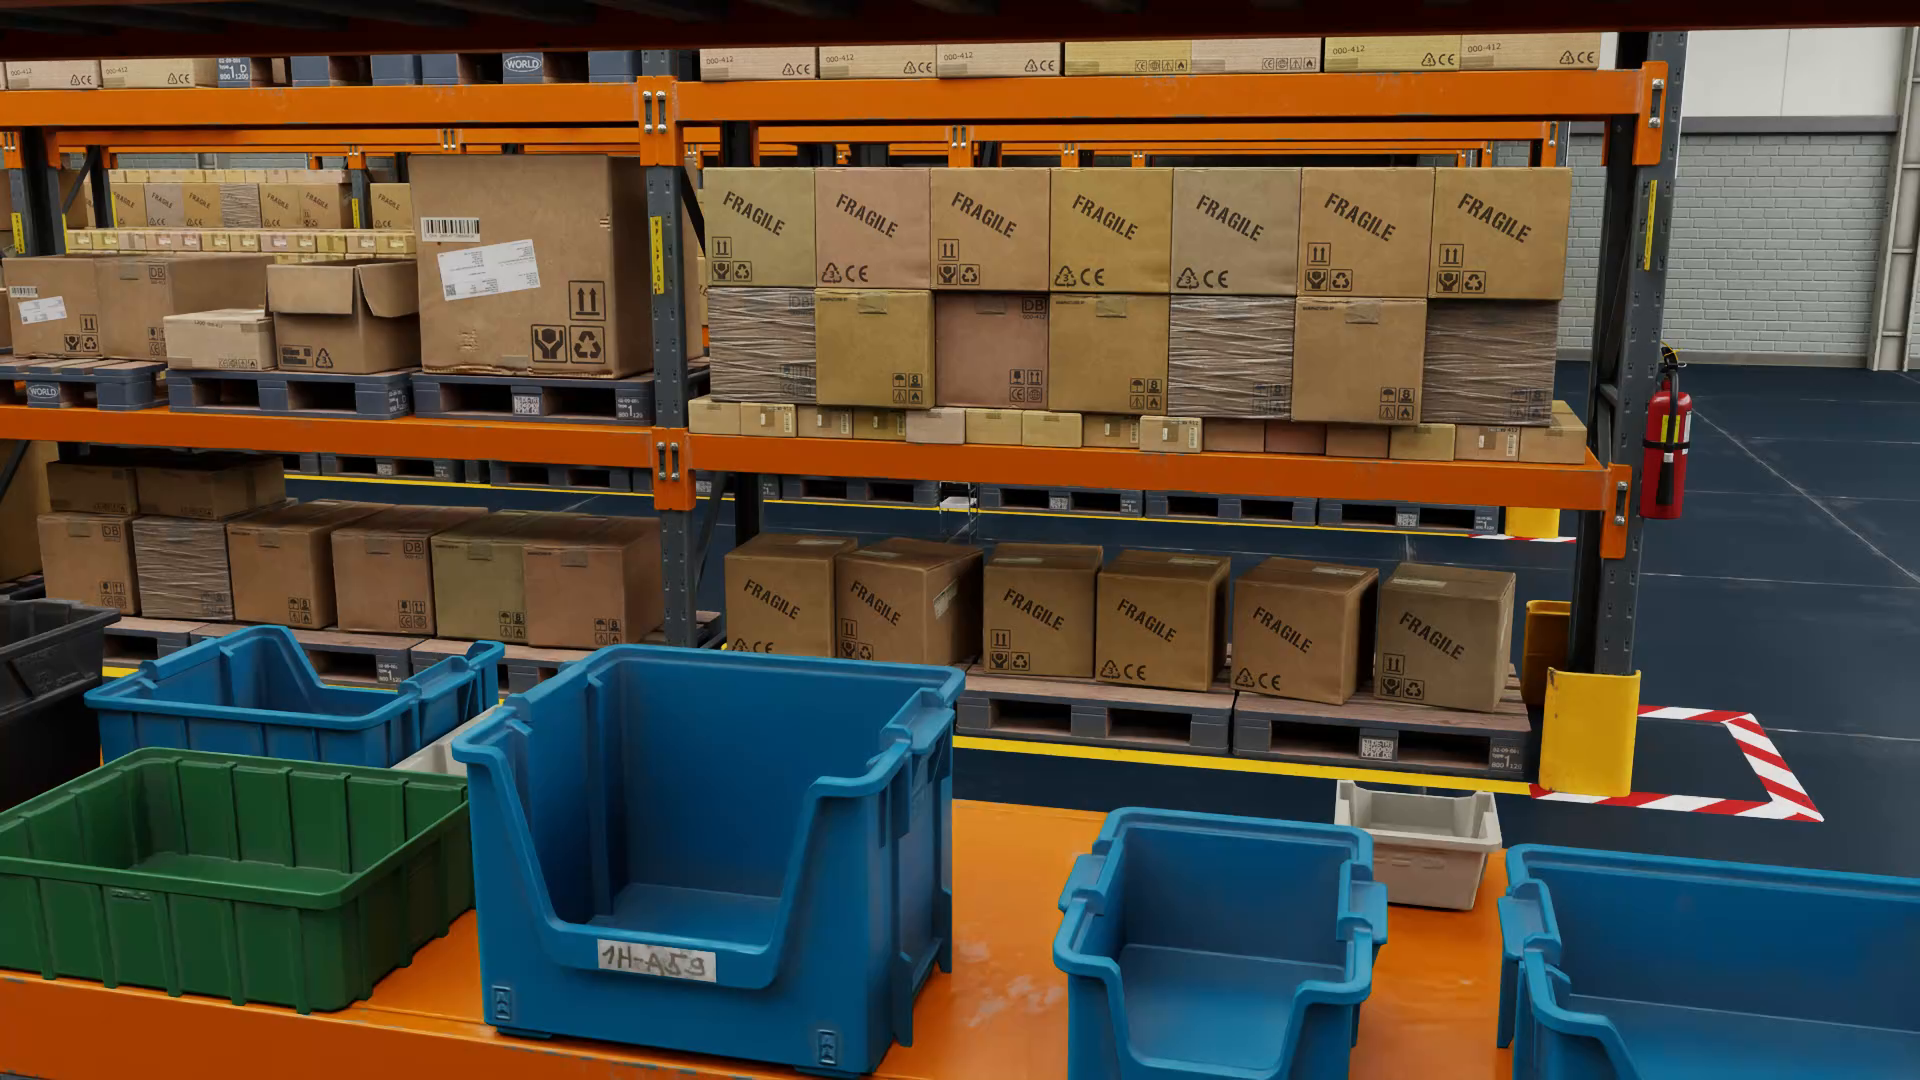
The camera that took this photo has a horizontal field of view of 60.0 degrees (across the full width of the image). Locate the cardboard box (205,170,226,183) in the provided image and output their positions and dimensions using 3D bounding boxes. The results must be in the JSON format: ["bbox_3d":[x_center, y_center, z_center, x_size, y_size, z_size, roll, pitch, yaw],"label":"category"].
[{"bbox_3d":[-8.405,-4.163,19.036,0.250,0.149,0.380,3,13,14],"label":"cardboard box"}]

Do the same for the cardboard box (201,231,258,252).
[{"bbox_3d":[-5.859,-2.401,13.365,0.250,0.149,0.380,3,13,15],"label":"cardboard box"}]

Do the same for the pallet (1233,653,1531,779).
[{"bbox_3d":[1.860,0.743,7.396,1.213,0.211,1.003,3,13,14],"label":"pallet"}]

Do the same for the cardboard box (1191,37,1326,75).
[{"bbox_3d":[1.205,-1.981,6.658,0.500,0.250,0.500,3,13,15],"label":"cardboard box"}]

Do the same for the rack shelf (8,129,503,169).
[{"bbox_3d":[-5.708,-3.234,13.623,4.000,0.370,1.077,3,13,14],"label":"rack shelf"}]

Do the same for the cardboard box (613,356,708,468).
[{"bbox_3d":[-2.347,-1.029,13.171,0.750,0.750,1.050,3,13,14],"label":"cardboard box"}]

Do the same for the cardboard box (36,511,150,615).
[{"bbox_3d":[-4.397,0.056,8.810,0.500,0.500,0.700,2,13,11],"label":"cardboard box"}]

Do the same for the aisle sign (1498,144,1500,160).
[{"bbox_3d":[5.079,-3.853,15.675,0.004,0.787,0.394,3,13,14],"label":"aisle sign"}]

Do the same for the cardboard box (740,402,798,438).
[{"bbox_3d":[-0.793,-0.559,7.410,0.250,0.149,0.380,3,13,14],"label":"cardboard box"}]

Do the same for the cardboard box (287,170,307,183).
[{"bbox_3d":[-7.407,-4.125,18.866,0.250,0.149,0.380,3,13,14],"label":"cardboard box"}]

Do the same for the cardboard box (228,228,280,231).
[{"bbox_3d":[-5.948,-2.550,14.040,0.250,0.149,0.380,2,13,11],"label":"cardboard box"}]

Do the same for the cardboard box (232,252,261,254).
[{"bbox_3d":[-5.608,-2.241,13.335,0.250,0.149,0.380,3,13,15],"label":"cardboard box"}]

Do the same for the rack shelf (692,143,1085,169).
[{"bbox_3d":[-0.736,-4.073,17.402,4.000,0.370,1.077,3,13,14],"label":"rack shelf"}]

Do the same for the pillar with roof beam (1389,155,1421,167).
[{"bbox_3d":[4.783,-5.942,17.238,0.400,9.000,9.100,3,13,14],"label":"pillar with roof beam"}]

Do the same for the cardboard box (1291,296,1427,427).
[{"bbox_3d":[1.673,-0.794,6.968,0.500,0.500,0.875,3,13,14],"label":"cardboard box"}]

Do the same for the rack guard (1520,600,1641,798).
[{"bbox_3d":[2.641,0.652,7.141,0.348,0.500,1.175,3,13,14],"label":"rack guard"}]

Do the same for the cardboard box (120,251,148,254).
[{"bbox_3d":[-6.622,-2.296,13.580,0.250,0.149,0.380,2,13,11],"label":"cardboard box"}]

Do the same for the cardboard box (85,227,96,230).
[{"bbox_3d":[-10.048,-3.442,19.593,0.500,0.500,0.500,3,13,13],"label":"cardboard box"}]

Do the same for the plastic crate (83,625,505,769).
[{"bbox_3d":[-1.216,0.342,3.109,0.616,0.251,0.499,3,13,14],"label":"plastic crate"}]

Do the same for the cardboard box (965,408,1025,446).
[{"bbox_3d":[0.187,-0.515,7.211,0.250,0.149,0.380,3,13,14],"label":"cardboard box"}]

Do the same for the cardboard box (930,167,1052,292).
[{"bbox_3d":[0.178,-1.326,7.058,0.500,0.500,0.500,3,13,14],"label":"cardboard box"}]

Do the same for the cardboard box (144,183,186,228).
[{"bbox_3d":[-9.042,-3.881,19.260,0.500,0.500,0.500,3,13,13],"label":"cardboard box"}]

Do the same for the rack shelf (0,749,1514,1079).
[{"bbox_3d":[-0.414,0.655,2.689,3.687,0.071,0.831,3,13,14],"label":"rack shelf"}]

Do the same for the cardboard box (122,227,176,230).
[{"bbox_3d":[-6.952,-2.604,14.284,0.250,0.149,0.380,3,13,12],"label":"cardboard box"}]

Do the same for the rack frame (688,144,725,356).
[{"bbox_3d":[-2.678,-3.064,18.117,0.127,3.000,1.000,3,13,14],"label":"rack frame"}]

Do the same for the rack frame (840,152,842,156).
[{"bbox_3d":[-1.493,-4.108,22.823,0.127,3.000,1.000,3,13,14],"label":"rack frame"}]

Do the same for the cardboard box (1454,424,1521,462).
[{"bbox_3d":[2.146,-0.426,6.810,0.250,0.149,0.380,3,13,14],"label":"cardboard box"}]

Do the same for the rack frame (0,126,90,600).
[{"bbox_3d":[-5.053,-0.980,8.724,0.127,3.000,1.000,3,13,14],"label":"rack frame"}]

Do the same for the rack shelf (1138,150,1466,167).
[{"bbox_3d":[4.333,-4.909,21.172,4.000,0.370,1.077,3,13,14],"label":"rack shelf"}]

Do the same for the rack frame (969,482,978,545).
[{"bbox_3d":[0.091,-0.434,11.114,0.006,0.900,0.240,3,13,14],"label":"rack frame"}]

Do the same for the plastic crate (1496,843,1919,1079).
[{"bbox_3d":[0.970,0.587,2.008,0.616,0.251,0.499,3,13,14],"label":"plastic crate"}]

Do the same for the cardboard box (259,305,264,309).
[{"bbox_3d":[-3.369,-1.089,8.559,0.258,0.266,0.396,3,13,12],"label":"cardboard box"}]

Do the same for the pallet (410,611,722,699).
[{"bbox_3d":[-1.925,0.549,8.271,1.213,0.211,1.003,3,13,14],"label":"pallet"}]

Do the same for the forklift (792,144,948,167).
[{"bbox_3d":[-0.672,-2.420,15.374,1.130,2.935,3.031,12,17,43],"label":"forklift"}]

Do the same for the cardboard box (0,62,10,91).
[{"bbox_3d":[-4.657,-2.293,8.064,0.500,0.250,0.500,3,13,15],"label":"cardboard box"}]

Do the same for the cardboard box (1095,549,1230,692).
[{"bbox_3d":[0.920,0.355,7.512,0.500,0.500,0.500,4,13,19],"label":"cardboard box"}]

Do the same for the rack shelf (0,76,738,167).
[{"bbox_3d":[-3.111,-1.989,8.009,4.000,0.370,1.077,3,13,14],"label":"rack shelf"}]

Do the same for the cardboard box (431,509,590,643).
[{"bbox_3d":[-2.219,0.168,8.305,0.500,0.500,0.700,3,13,13],"label":"cardboard box"}]

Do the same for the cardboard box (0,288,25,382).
[{"bbox_3d":[-5.459,-1.111,9.085,0.500,0.500,0.500,3,13,15],"label":"cardboard box"}]

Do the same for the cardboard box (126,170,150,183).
[{"bbox_3d":[-9.411,-4.210,19.246,0.250,0.149,0.380,3,13,12],"label":"cardboard box"}]

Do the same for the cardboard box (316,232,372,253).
[{"bbox_3d":[-4.849,-2.346,13.121,0.250,0.149,0.380,3,13,15],"label":"cardboard box"}]

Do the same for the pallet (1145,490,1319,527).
[{"bbox_3d":[2.025,-0.330,12.233,1.213,0.211,1.003,3,13,14],"label":"pallet"}]

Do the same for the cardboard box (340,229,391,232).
[{"bbox_3d":[-4.924,-2.496,13.795,0.250,0.149,0.380,3,13,11],"label":"cardboard box"}]

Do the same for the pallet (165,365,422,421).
[{"bbox_3d":[-3.121,-0.792,8.321,1.213,0.211,1.003,3,13,14],"label":"pallet"}]

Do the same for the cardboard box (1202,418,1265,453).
[{"bbox_3d":[1.171,-0.475,7.028,0.250,0.149,0.380,3,13,14],"label":"cardboard box"}]

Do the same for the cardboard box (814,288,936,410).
[{"bbox_3d":[-0.270,-0.896,7.431,0.500,0.500,0.875,3,13,14],"label":"cardboard box"}]

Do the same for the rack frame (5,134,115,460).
[{"bbox_3d":[-7.650,-2.225,14.337,0.127,3.000,1.000,3,13,14],"label":"rack frame"}]

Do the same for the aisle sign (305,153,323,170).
[{"bbox_3d":[-9.396,-5.734,24.150,0.004,0.787,0.394,3,13,14],"label":"aisle sign"}]

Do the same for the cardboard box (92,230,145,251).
[{"bbox_3d":[-6.857,-2.454,13.605,0.250,0.149,0.380,3,13,14],"label":"cardboard box"}]

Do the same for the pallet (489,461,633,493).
[{"bbox_3d":[-3.019,-0.599,13.448,1.213,0.211,1.003,3,13,14],"label":"pallet"}]

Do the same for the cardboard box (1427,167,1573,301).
[{"bbox_3d":[2.121,-1.223,6.596,0.500,0.500,0.500,3,13,14],"label":"cardboard box"}]

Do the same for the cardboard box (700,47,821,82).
[{"bbox_3d":[-0.794,-2.086,7.132,0.500,0.250,0.500,3,13,11],"label":"cardboard box"}]

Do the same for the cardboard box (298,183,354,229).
[{"bbox_3d":[-7.086,-3.775,18.782,0.500,0.500,0.500,3,13,13],"label":"cardboard box"}]

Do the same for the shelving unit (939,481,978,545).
[{"bbox_3d":[-0.008,-0.440,11.138,0.210,0.900,0.258,3,13,14],"label":"shelving unit"}]

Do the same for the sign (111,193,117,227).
[{"bbox_3d":[-7.520,-2.907,14.739,0.005,0.325,0.100,3,13,14],"label":"sign"}]

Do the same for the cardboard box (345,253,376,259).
[{"bbox_3d":[-4.614,-2.188,13.096,0.250,0.149,0.380,4,13,16],"label":"cardboard box"}]

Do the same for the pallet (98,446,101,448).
[{"bbox_3d":[-8.310,-0.891,14.763,1.213,0.211,1.003,3,13,14],"label":"pallet"}]

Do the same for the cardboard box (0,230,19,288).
[{"bbox_3d":[-8.187,-2.385,14.140,0.500,0.500,0.500,3,13,14],"label":"cardboard box"}]

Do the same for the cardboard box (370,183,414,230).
[{"bbox_3d":[-6.203,-3.725,18.558,0.500,0.500,0.500,3,13,14],"label":"cardboard box"}]
